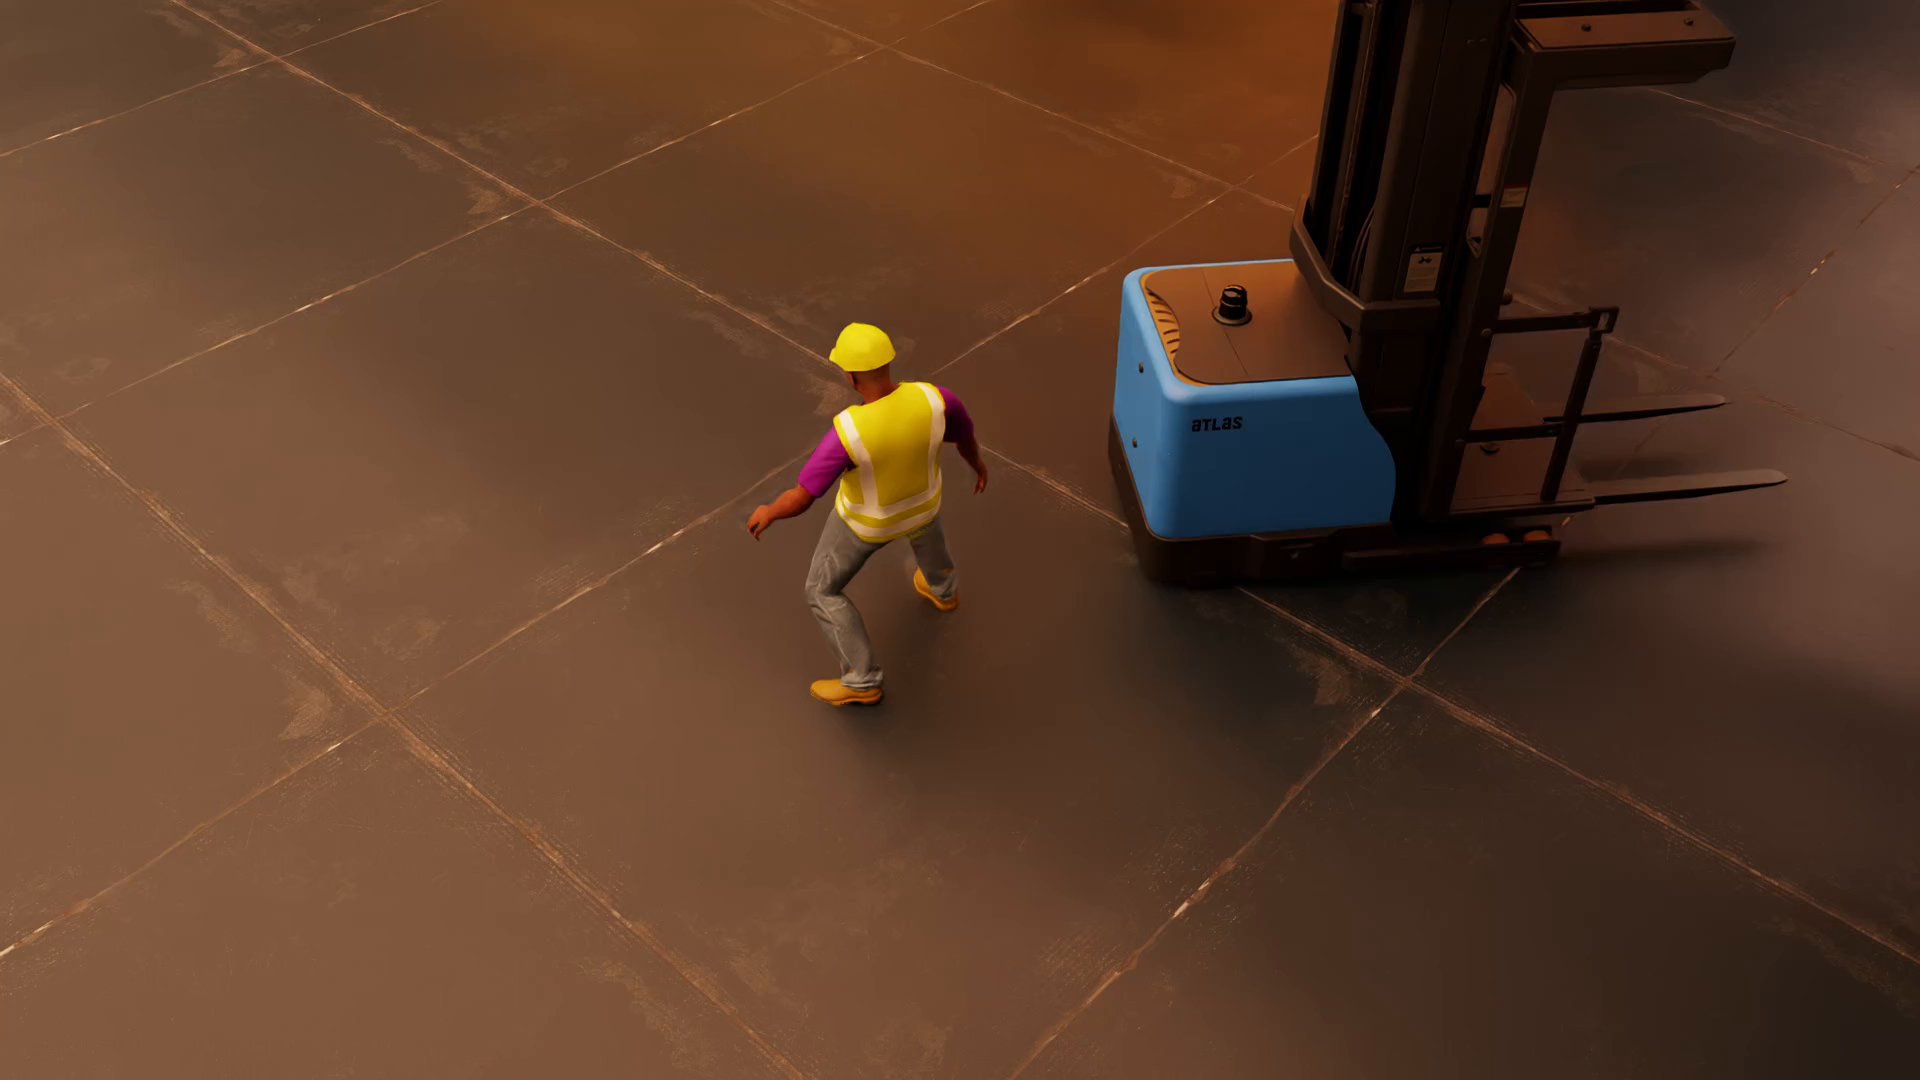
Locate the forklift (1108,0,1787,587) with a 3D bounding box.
[{"bbox_3d":[2.270,-1.319,6.965,3.031,2.935,1.130,-4,41,-5],"label":"forklift"}]

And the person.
[{"bbox_3d":[-0.329,-0.179,6.648,1.004,1.644,0.642,-20,45,-22],"label":"person"}]
